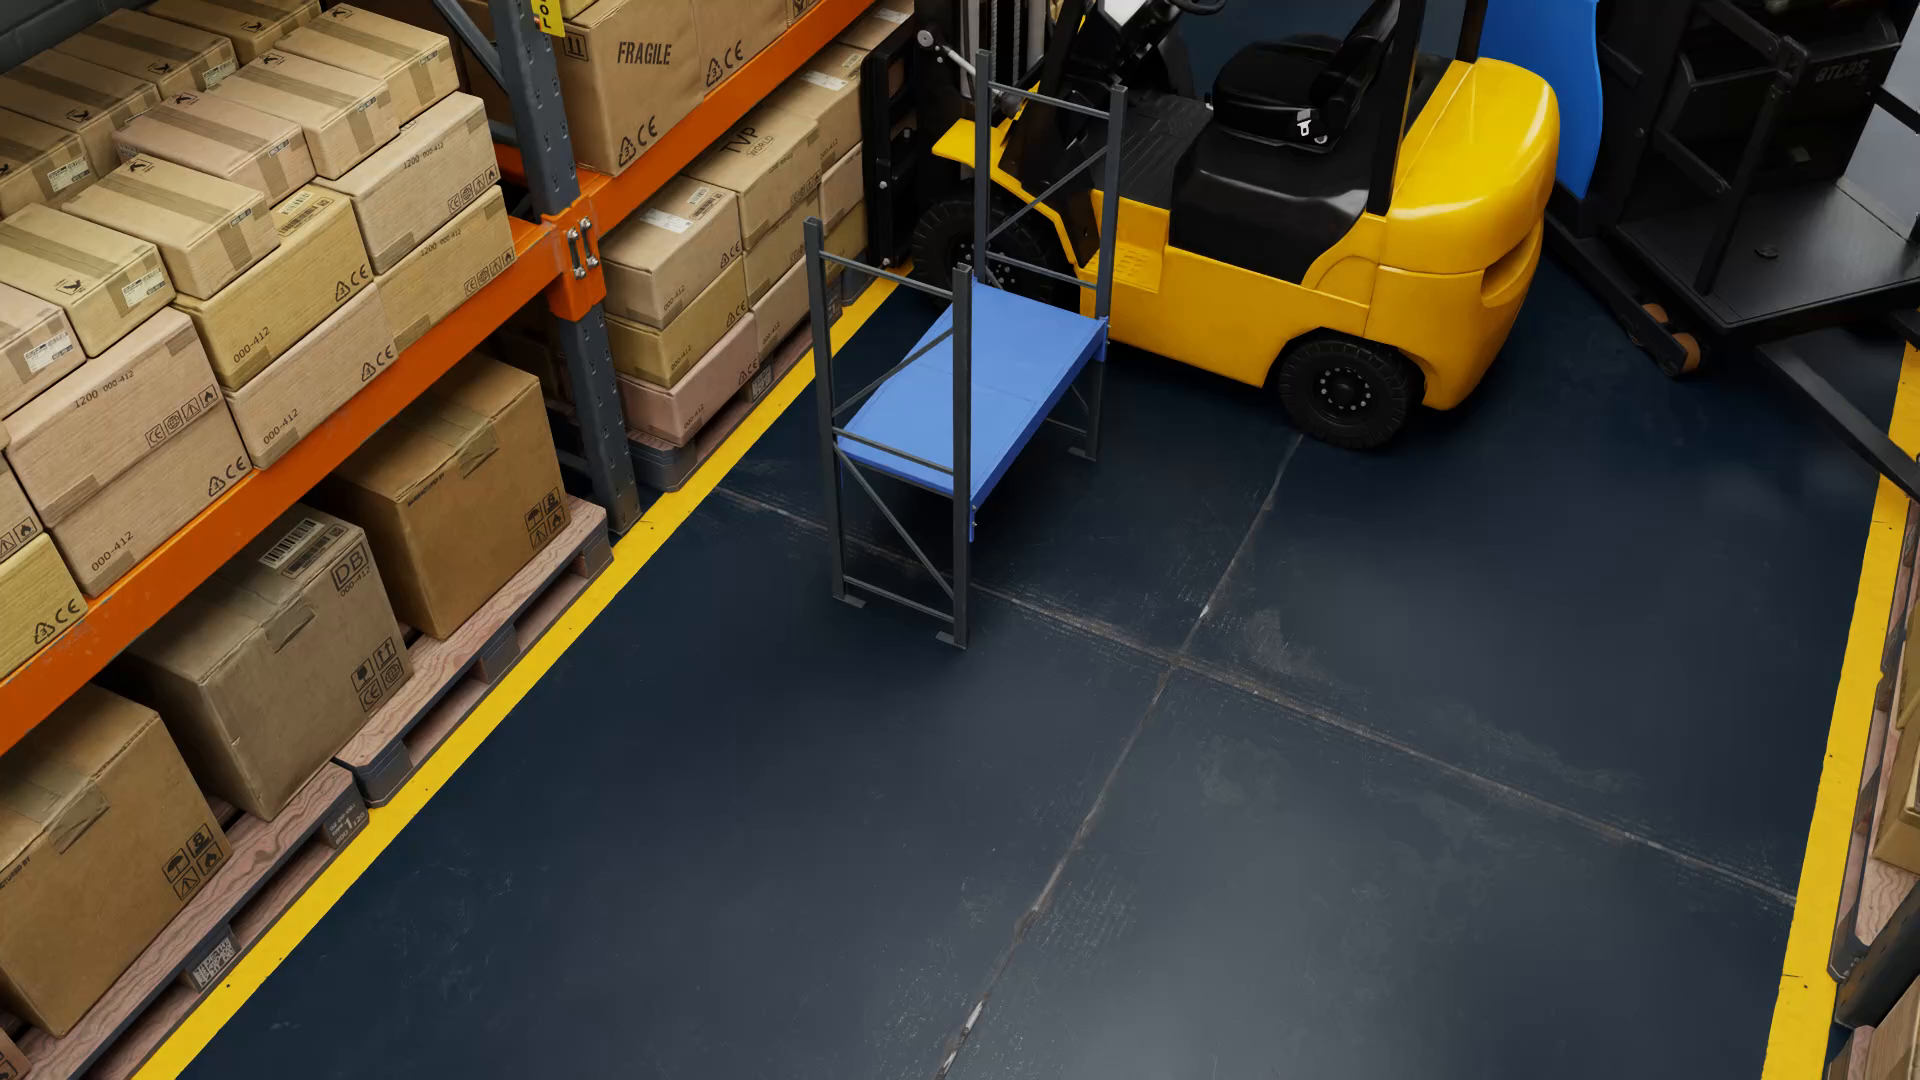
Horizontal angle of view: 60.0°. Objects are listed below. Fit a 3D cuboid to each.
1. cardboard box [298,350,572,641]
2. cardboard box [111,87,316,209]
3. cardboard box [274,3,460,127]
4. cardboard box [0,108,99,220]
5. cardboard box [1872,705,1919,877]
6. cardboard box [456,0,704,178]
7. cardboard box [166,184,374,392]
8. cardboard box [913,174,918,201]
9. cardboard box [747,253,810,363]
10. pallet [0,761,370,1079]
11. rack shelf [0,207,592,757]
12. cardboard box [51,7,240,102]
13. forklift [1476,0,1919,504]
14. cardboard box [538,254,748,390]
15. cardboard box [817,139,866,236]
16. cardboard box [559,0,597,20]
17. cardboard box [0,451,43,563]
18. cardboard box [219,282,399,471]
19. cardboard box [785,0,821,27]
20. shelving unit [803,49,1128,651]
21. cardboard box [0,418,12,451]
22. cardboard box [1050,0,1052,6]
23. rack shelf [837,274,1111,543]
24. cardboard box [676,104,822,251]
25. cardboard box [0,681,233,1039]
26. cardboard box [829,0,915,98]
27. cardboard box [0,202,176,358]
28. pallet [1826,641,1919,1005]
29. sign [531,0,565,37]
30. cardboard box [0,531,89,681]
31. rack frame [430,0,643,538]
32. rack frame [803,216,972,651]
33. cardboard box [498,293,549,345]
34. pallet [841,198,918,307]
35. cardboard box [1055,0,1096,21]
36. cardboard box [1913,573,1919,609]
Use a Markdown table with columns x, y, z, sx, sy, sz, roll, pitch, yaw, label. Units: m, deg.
| x | y | z | sx | sy | sz | roll | pitch | yaw | label |
| --- | --- | --- | --- | --- | --- | --- | --- | --- | --- |
| -1.816 | -0.246 | 5.259 | 0.875 | 0.625 | 0.625 | 23 | 50 | 21 | cardboard box |
| -1.809 | -0.935 | 4.039 | 0.380 | 0.149 | 0.250 | 20 | 49 | 19 | cardboard box |
| -1.545 | -1.240 | 4.341 | 0.380 | 0.149 | 0.250 | 22 | 49 | 20 | cardboard box |
| -2.325 | -0.902 | 4.006 | 0.380 | 0.149 | 0.250 | 20 | 49 | 19 | cardboard box |
| 2.851 | 0.729 | 4.559 | 0.500 | 0.250 | 0.500 | 23 | 50 | 21 | cardboard box |
| -1.146 | -1.494 | 5.047 | 0.500 | 0.500 | 0.500 | 19 | 48 | 18 | cardboard box |
| -1.817 | -0.668 | 4.056 | 0.500 | 0.250 | 0.500 | 19 | 48 | 18 | cardboard box |
| -0.366 | -1.609 | 6.870 | 0.500 | 0.250 | 0.500 | 22 | 49 | 20 | cardboard box |
| -0.844 | -0.967 | 6.235 | 0.500 | 0.250 | 0.500 | 19 | 48 | 18 | cardboard box |
| -2.456 | 0.963 | 4.650 | 1.003 | 0.211 | 1.213 | 20 | 49 | 19 | pallet |
| -2.512 | 0.247 | 3.903 | 1.077 | 0.370 | 4.000 | 20 | 49 | 19 | rack shelf |
| -2.108 | -1.227 | 4.327 | 0.380 | 0.149 | 0.250 | 19 | 48 | 18 | cardboard box |
| 3.118 | -1.988 | 5.654 | 1.130 | 2.935 | 3.031 | -14 | 47 | -13 | forklift |
| -1.086 | -0.825 | 5.743 | 0.500 | 0.250 | 0.500 | 20 | 49 | 19 | cardboard box |
| -0.610 | -1.456 | 6.367 | 0.500 | 0.250 | 0.500 | 20 | 49 | 19 | cardboard box |
| -1.203 | -1.643 | 4.738 | 0.380 | 0.149 | 0.250 | 20 | 49 | 18 | cardboard box |
| -2.311 | -0.037 | 3.431 | 0.500 | 0.250 | 0.500 | 21 | 49 | 20 | cardboard box |
| -1.814 | -0.491 | 4.231 | 0.500 | 0.250 | 0.500 | 20 | 49 | 19 | cardboard box |
| -0.685 | -2.147 | 5.693 | 0.500 | 0.500 | 0.500 | 20 | 49 | 19 | cardboard box |
| 0.040 | -0.581 | 5.270 | 0.538 | 1.500 | 1.048 | 20 | 49 | 19 | shelving unit |
| -2.167 | -0.233 | 3.345 | 0.380 | 0.149 | 0.250 | 19 | 48 | 18 | cardboard box |
| 0.082 | -2.420 | 7.319 | 0.500 | 0.250 | 0.500 | 20 | 49 | 19 | cardboard box |
| 0.040 | -0.455 | 5.398 | 0.538 | 0.185 | 1.000 | 20 | 49 | 19 | rack shelf |
| -0.835 | -1.318 | 5.879 | 0.500 | 0.250 | 0.500 | 21 | 49 | 19 | cardboard box |
| -2.530 | 0.714 | 4.309 | 0.875 | 0.625 | 0.625 | 19 | 48 | 17 | cardboard box |
| -0.363 | -1.963 | 6.517 | 0.500 | 0.250 | 0.500 | 20 | 49 | 18 | cardboard box |
| -1.991 | -0.581 | 3.689 | 0.380 | 0.149 | 0.250 | 19 | 48 | 18 | cardboard box |
| 3.095 | 0.916 | 4.696 | 1.003 | 0.211 | 1.213 | 20 | 49 | 19 | pallet |
| -1.098 | -1.472 | 4.337 | 0.100 | 0.325 | 0.005 | 20 | 49 | 19 | sign |
| -2.305 | 0.140 | 3.608 | 0.500 | 0.250 | 0.500 | 22 | 49 | 20 | cardboard box |
| -1.584 | -1.266 | 4.892 | 1.000 | 3.000 | 0.127 | 20 | 49 | 19 | rack frame |
| -0.196 | -0.261 | 4.953 | 0.500 | 1.500 | 0.032 | 20 | 49 | 19 | rack frame |
| -1.539 | -0.997 | 5.913 | 0.500 | 0.250 | 0.500 | 19 | 48 | 18 | cardboard box |
| -0.612 | -1.544 | 7.128 | 1.003 | 0.211 | 1.213 | 20 | 49 | 19 | pallet |
| 0.335 | -2.566 | 7.815 | 0.500 | 0.250 | 0.500 | 21 | 49 | 19 | cardboard box |
| 3.330 | 0.071 | 5.209 | 0.500 | 0.250 | 0.500 | 21 | 49 | 20 | cardboard box |
